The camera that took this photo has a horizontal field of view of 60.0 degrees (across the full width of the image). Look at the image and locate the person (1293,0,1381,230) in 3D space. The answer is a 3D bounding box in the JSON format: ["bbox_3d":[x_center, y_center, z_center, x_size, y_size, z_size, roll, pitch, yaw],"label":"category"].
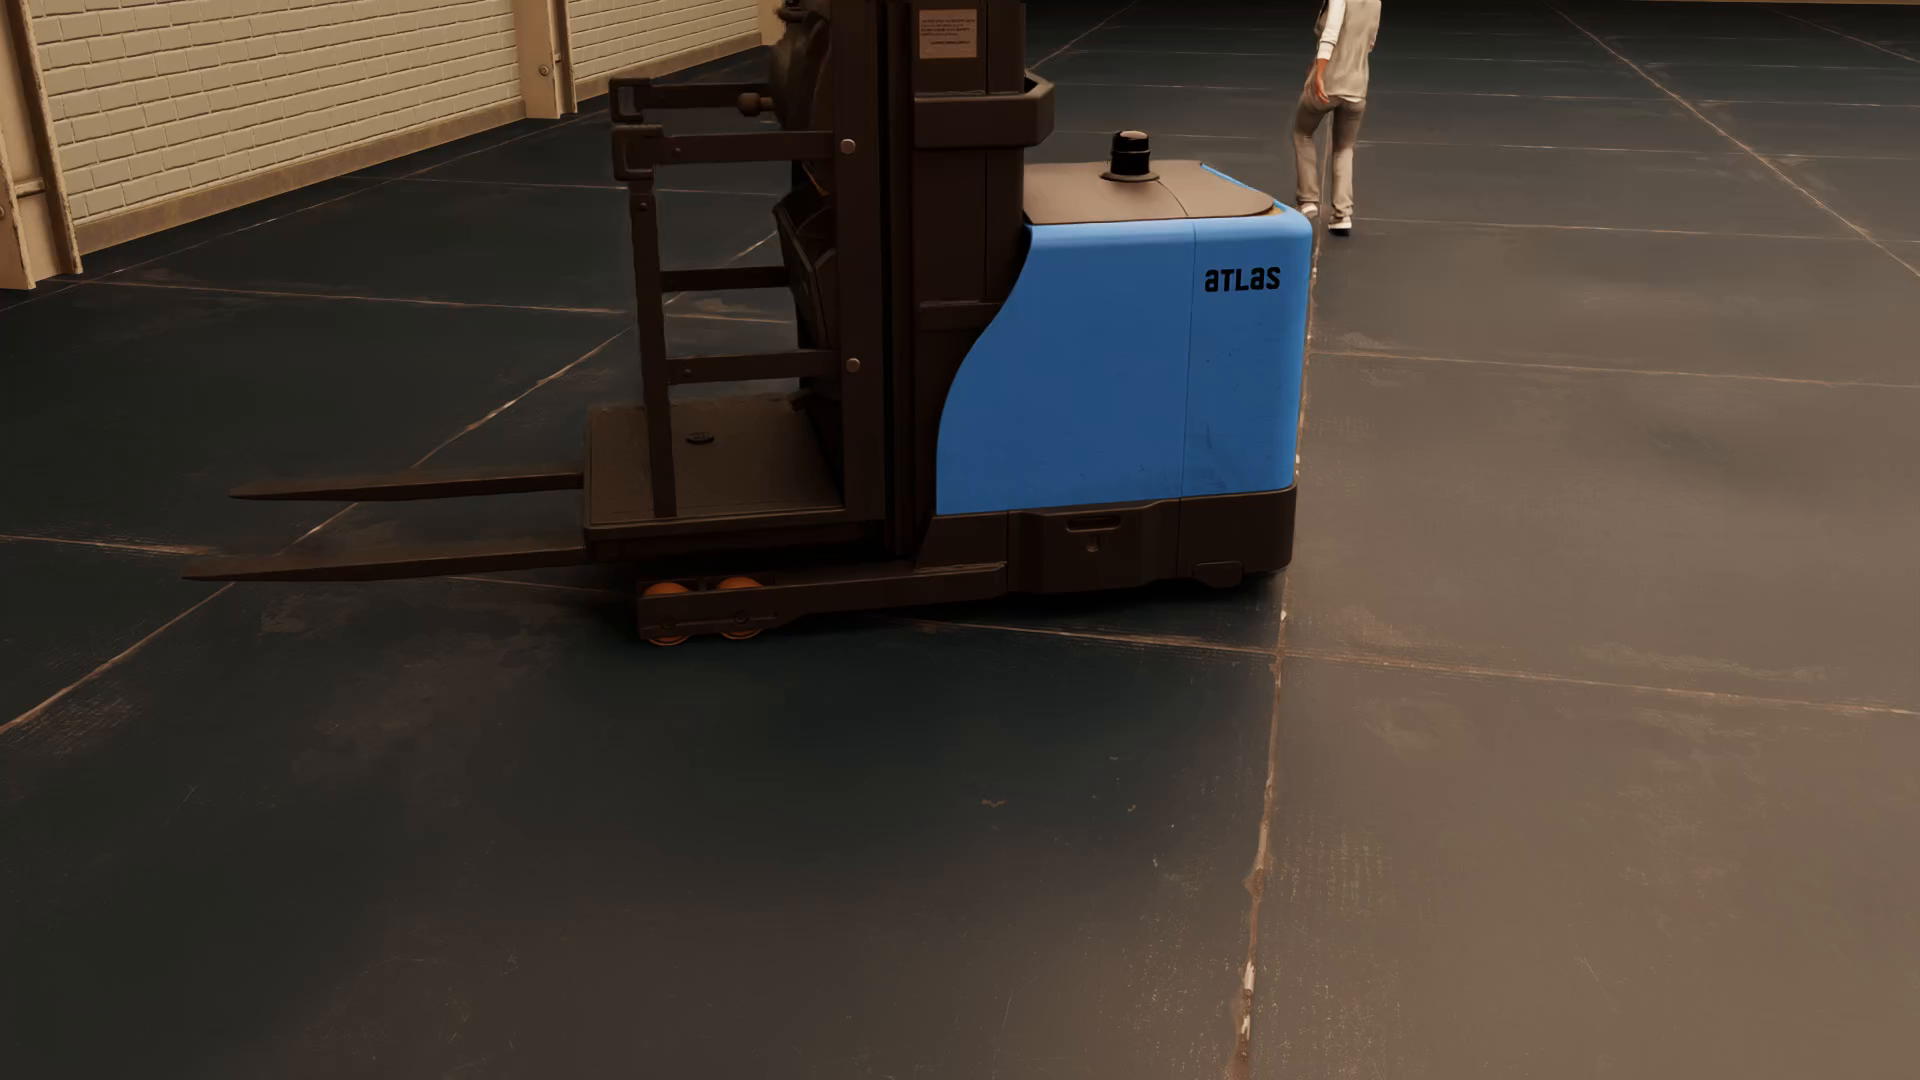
[{"bbox_3d":[2.095,-2.470,9.234,0.513,1.582,0.689,-5,23,-11],"label":"person"}]

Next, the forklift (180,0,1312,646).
[{"bbox_3d":[-0.609,-1.290,4.432,3.031,2.935,1.130,-4,23,-11],"label":"forklift"}]
